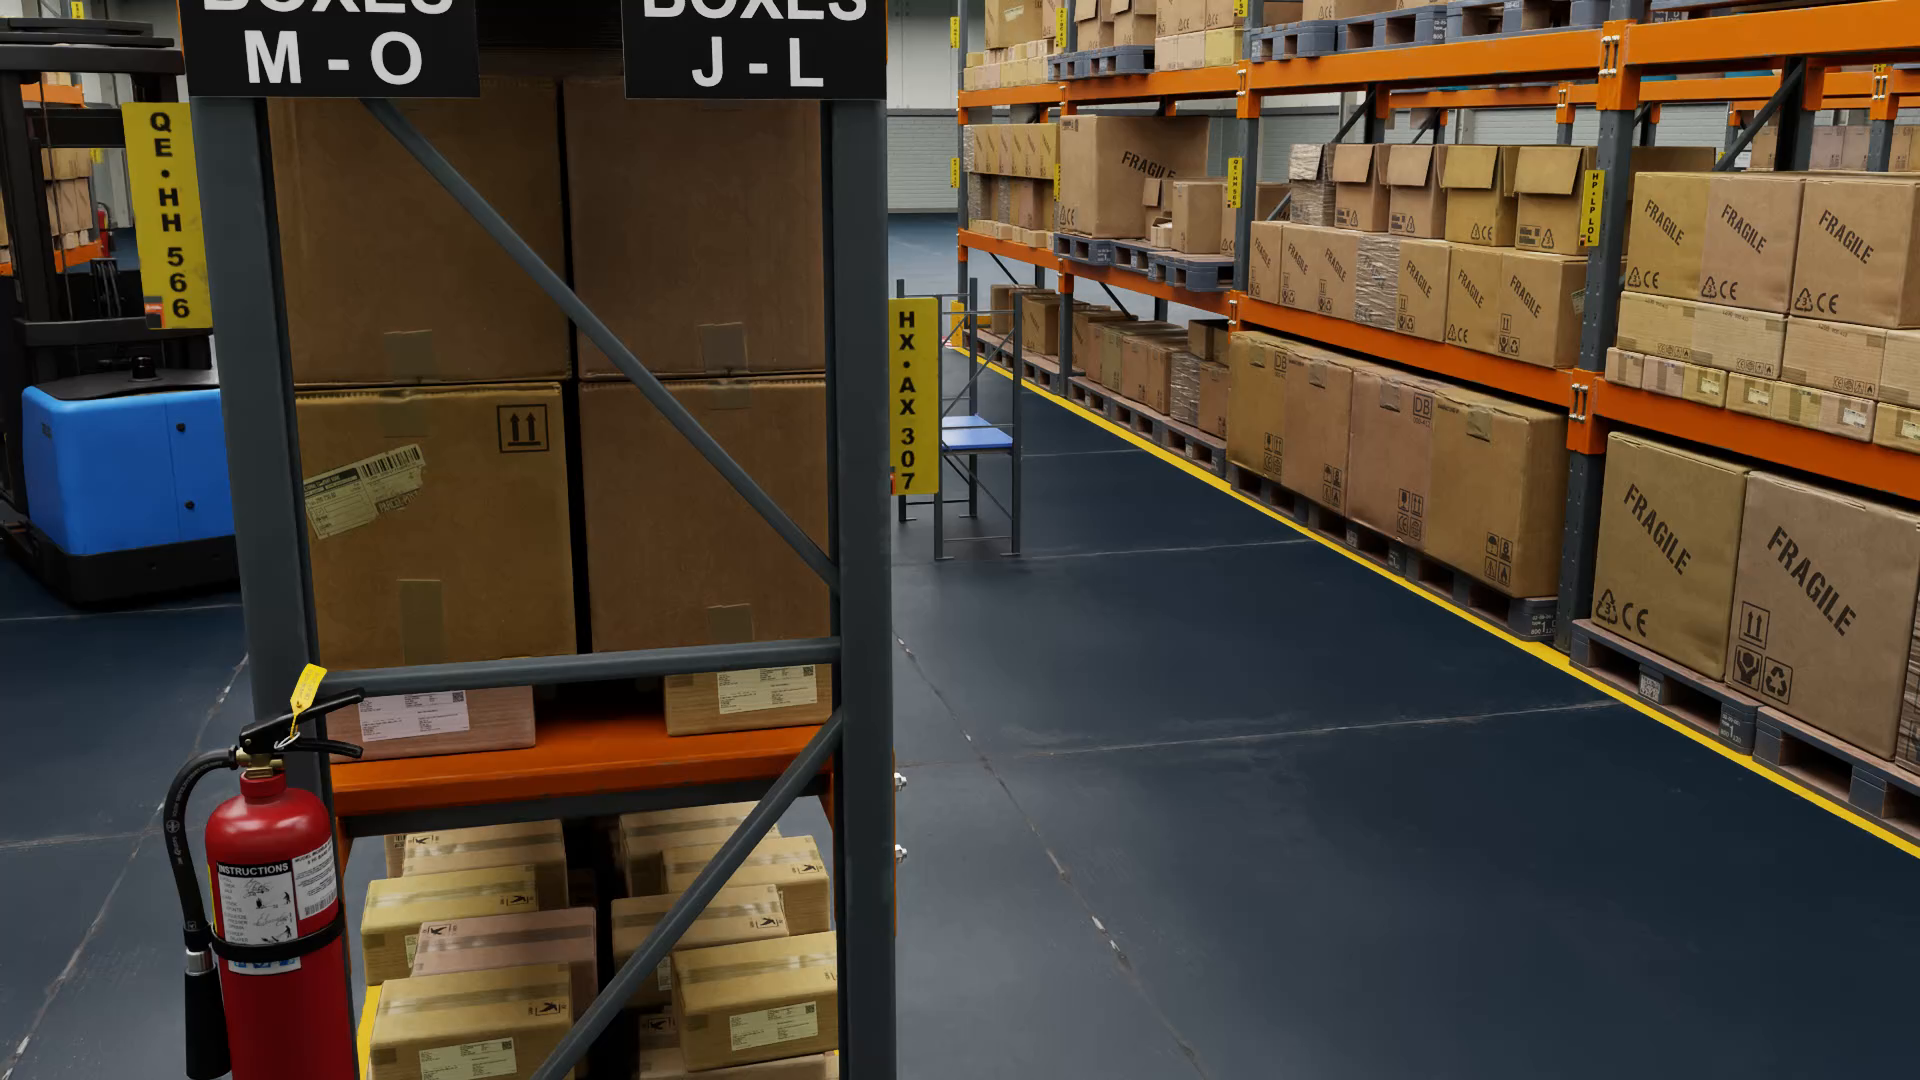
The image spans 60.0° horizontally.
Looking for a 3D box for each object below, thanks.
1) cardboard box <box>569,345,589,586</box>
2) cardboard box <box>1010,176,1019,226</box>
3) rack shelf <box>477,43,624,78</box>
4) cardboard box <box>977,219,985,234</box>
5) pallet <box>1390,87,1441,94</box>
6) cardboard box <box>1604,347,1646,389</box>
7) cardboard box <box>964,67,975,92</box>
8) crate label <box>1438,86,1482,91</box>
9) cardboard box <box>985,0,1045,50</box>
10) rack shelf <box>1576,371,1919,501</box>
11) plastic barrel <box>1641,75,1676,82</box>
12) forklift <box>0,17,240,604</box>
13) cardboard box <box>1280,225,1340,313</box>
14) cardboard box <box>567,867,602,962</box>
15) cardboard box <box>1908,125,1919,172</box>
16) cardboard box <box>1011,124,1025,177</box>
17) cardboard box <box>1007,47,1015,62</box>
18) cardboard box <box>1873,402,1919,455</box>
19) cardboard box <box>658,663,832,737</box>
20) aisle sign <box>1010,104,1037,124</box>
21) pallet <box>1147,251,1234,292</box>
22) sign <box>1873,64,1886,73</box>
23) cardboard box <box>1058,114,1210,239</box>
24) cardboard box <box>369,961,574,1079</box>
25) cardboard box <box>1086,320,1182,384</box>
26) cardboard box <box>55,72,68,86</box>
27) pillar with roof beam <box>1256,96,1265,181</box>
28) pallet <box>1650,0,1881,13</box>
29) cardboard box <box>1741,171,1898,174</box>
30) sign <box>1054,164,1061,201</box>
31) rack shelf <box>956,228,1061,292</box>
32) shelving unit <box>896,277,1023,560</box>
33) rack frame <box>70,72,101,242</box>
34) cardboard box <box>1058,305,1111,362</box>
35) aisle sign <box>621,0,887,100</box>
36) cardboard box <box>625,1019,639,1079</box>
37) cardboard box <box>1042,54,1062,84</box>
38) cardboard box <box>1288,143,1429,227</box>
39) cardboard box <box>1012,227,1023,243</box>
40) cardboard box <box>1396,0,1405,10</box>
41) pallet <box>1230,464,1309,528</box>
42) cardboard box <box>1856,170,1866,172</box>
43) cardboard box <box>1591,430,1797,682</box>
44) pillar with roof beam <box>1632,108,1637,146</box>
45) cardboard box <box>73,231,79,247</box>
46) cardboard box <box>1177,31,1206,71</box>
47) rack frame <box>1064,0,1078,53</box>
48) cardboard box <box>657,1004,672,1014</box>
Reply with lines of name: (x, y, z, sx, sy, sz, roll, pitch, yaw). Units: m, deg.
cardboard box: (-0.600, -0.218, 3.662, 0.500, 0.500, 0.500, -3, 14, -13)
cardboard box: (0.993, -3.450, 16.892, 0.875, 0.500, 0.500, -3, 14, -13)
rack shelf: (-2.022, -2.276, 8.117, 1.077, 0.370, 4.000, -3, 14, -13)
cardboard box: (0.394, -3.410, 18.093, 0.380, 0.149, 0.250, -3, 14, -13)
pallet: (5.388, -5.173, 18.859, 1.003, 0.211, 1.213, -3, 14, -13)
cardboard box: (3.039, -0.751, 7.210, 0.380, 0.149, 0.250, -3, 14, -13)
cardboard box: (0.337, -4.987, 18.014, 0.500, 0.250, 0.500, -3, 14, -12)
crate label: (5.408, -4.939, 17.815, 0.502, 0.251, 0.408, -3, 14, -13)
cardboard box: (0.561, -5.264, 16.941, 0.500, 0.500, 0.500, -3, 14, -13)
rack shelf: (3.763, -0.149, 5.732, 1.077, 0.370, 4.000, -3, 14, -13)
plastic barrel: (6.559, -4.677, 15.373, 0.600, 0.901, 0.708, -3, 14, -13)
forklift: (-4.948, -1.391, 9.445, 1.130, 2.935, 3.031, -11, 17, -37)
cardboard box: (2.327, -1.685, 10.293, 0.500, 0.500, 0.500, -4, 14, -15)
cardboard box: (-1.101, 0.959, 4.176, 0.380, 0.149, 0.250, -3, 14, -14)
cardboard box: (10.814, -4.254, 18.075, 0.700, 0.500, 0.500, -3, 14, -13)
cardboard box: (0.806, -3.803, 16.230, 0.500, 0.500, 0.500, -3, 14, -13)
cardboard box: (0.691, -4.873, 16.707, 0.380, 0.149, 0.250, -3, 14, -14)
cardboard box: (3.407, -0.391, 5.738, 0.380, 0.149, 0.250, -4, 14, -15)
cardboard box: (-0.370, 0.245, 3.133, 0.380, 0.149, 0.250, -3, 14, -14)
aisle sign: (0.752, -5.022, 18.685, 0.394, 0.787, 0.004, -3, 14, -13)
pallet: (2.083, -1.948, 11.984, 1.213, 0.211, 1.003, -3, 14, -13)
sign: (6.635, -3.533, 11.967, 0.100, 0.325, 0.005, -3, 14, -13)
cardboard box: (1.465, -3.110, 14.186, 1.000, 1.000, 1.000, -3, 14, -13)
cardboard box: (-0.983, 1.000, 3.382, 0.380, 0.149, 0.250, -3, 14, -13)
cardboard box: (1.537, -1.662, 14.749, 0.700, 0.500, 0.500, -4, 14, -18)
cardboard box: (-8.712, -4.389, 15.779, 0.380, 0.149, 0.250, -3, 14, -13)
pillar with roof beam: (4.694, -14.038, 48.427, 9.100, 9.000, 0.548, -3, 14, -13)
pallet: (3.475, -2.185, 6.415, 1.003, 0.211, 1.213, -3, 14, -13)
cardboard box: (3.661, -1.305, 7.056, 0.500, 0.500, 0.500, -3, 14, -12)
sign: (0.889, -3.194, 14.856, 0.100, 0.325, 0.005, -3, 14, -13)
rack shelf: (0.944, -2.917, 17.063, 1.077, 0.370, 4.000, -3, 14, -13)
shelving unit: (-0.020, -0.748, 9.830, 0.538, 1.500, 1.048, -3, 14, -13)
rack frame: (-9.158, -3.176, 16.606, 1.000, 3.000, 0.127, -3, 14, -13)
cardboard box: (1.217, -2.021, 16.262, 0.500, 0.500, 0.500, 1, 14, 5)
aisle sign: (-0.304, -1.047, 2.413, 0.394, 0.787, 0.004, -3, 14, -13)
cardboard box: (-0.566, 1.202, 3.807, 0.380, 0.149, 0.250, -3, 14, -13)
cardboard box: (1.053, -4.280, 15.122, 0.500, 0.250, 0.500, -3, 14, -11)
cardboard box: (2.510, -2.249, 10.487, 0.797, 0.503, 0.637, -3, 14, -11)
cardboard box: (0.740, -3.063, 16.675, 0.380, 0.149, 0.250, -3, 14, -13)
cardboard box: (2.855, -3.261, 9.540, 0.500, 0.500, 0.500, -3, 14, -10)
pallet: (2.465, -0.342, 10.882, 1.003, 0.211, 1.213, -3, 14, -13)
cardboard box: (10.410, -4.125, 18.915, 0.380, 0.149, 0.250, -3, 14, -11)
cardboard box: (3.370, 0.025, 7.096, 0.875, 0.875, 0.875, -3, 14, -13)
pillar with roof beam: (8.921, -9.886, 31.430, 9.100, 9.000, 0.400, -3, 14, -13)
cardboard box: (-8.656, -2.867, 15.870, 0.380, 0.149, 0.250, -4, 14, -14)
cardboard box: (1.874, -3.477, 11.833, 0.500, 0.250, 0.500, -3, 14, -13)
rack frame: (1.414, -5.720, 14.377, 1.000, 3.000, 0.127, -3, 14, -13)
cardboard box: (-0.496, 1.051, 3.800, 0.380, 0.149, 0.250, -3, 14, -13)
